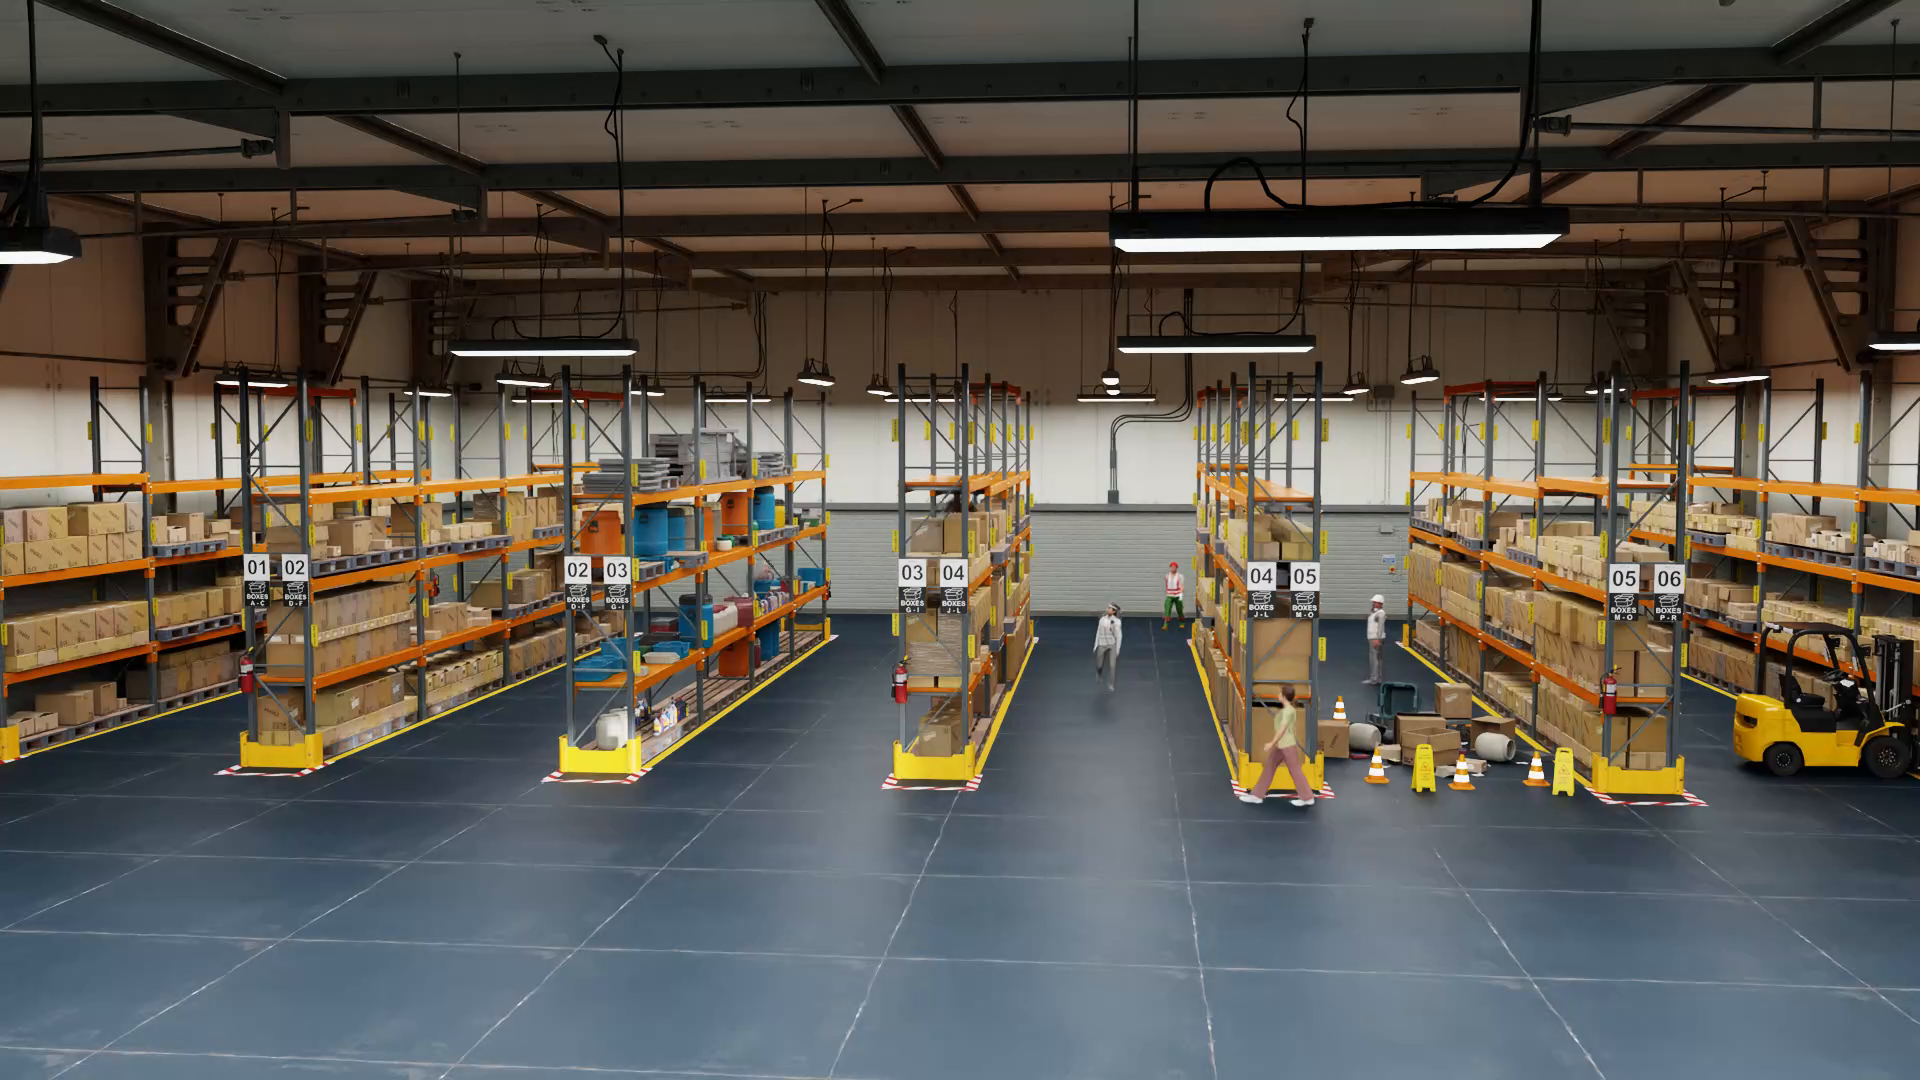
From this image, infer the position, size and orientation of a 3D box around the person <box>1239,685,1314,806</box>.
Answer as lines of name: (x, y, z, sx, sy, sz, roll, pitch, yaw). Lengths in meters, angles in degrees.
person: (4.255, 2.742, 22.190, 0.967, 1.621, 0.454, 0, 4, -3)

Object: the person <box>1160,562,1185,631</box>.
person: (5.400, 1.424, 42.016, 0.588, 1.739, 1.060, 2, 4, 29)

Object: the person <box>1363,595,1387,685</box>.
person: (8.328, 1.987, 33.322, 0.434, 1.771, 0.589, 1, 4, 22)

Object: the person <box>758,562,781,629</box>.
person: (-4.951, 1.412, 42.499, 1.109, 1.734, 0.712, 2, 4, 28)

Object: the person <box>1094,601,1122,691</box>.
person: (2.750, 1.956, 30.977, 0.527, 1.653, 0.707, 0, 4, 2)
